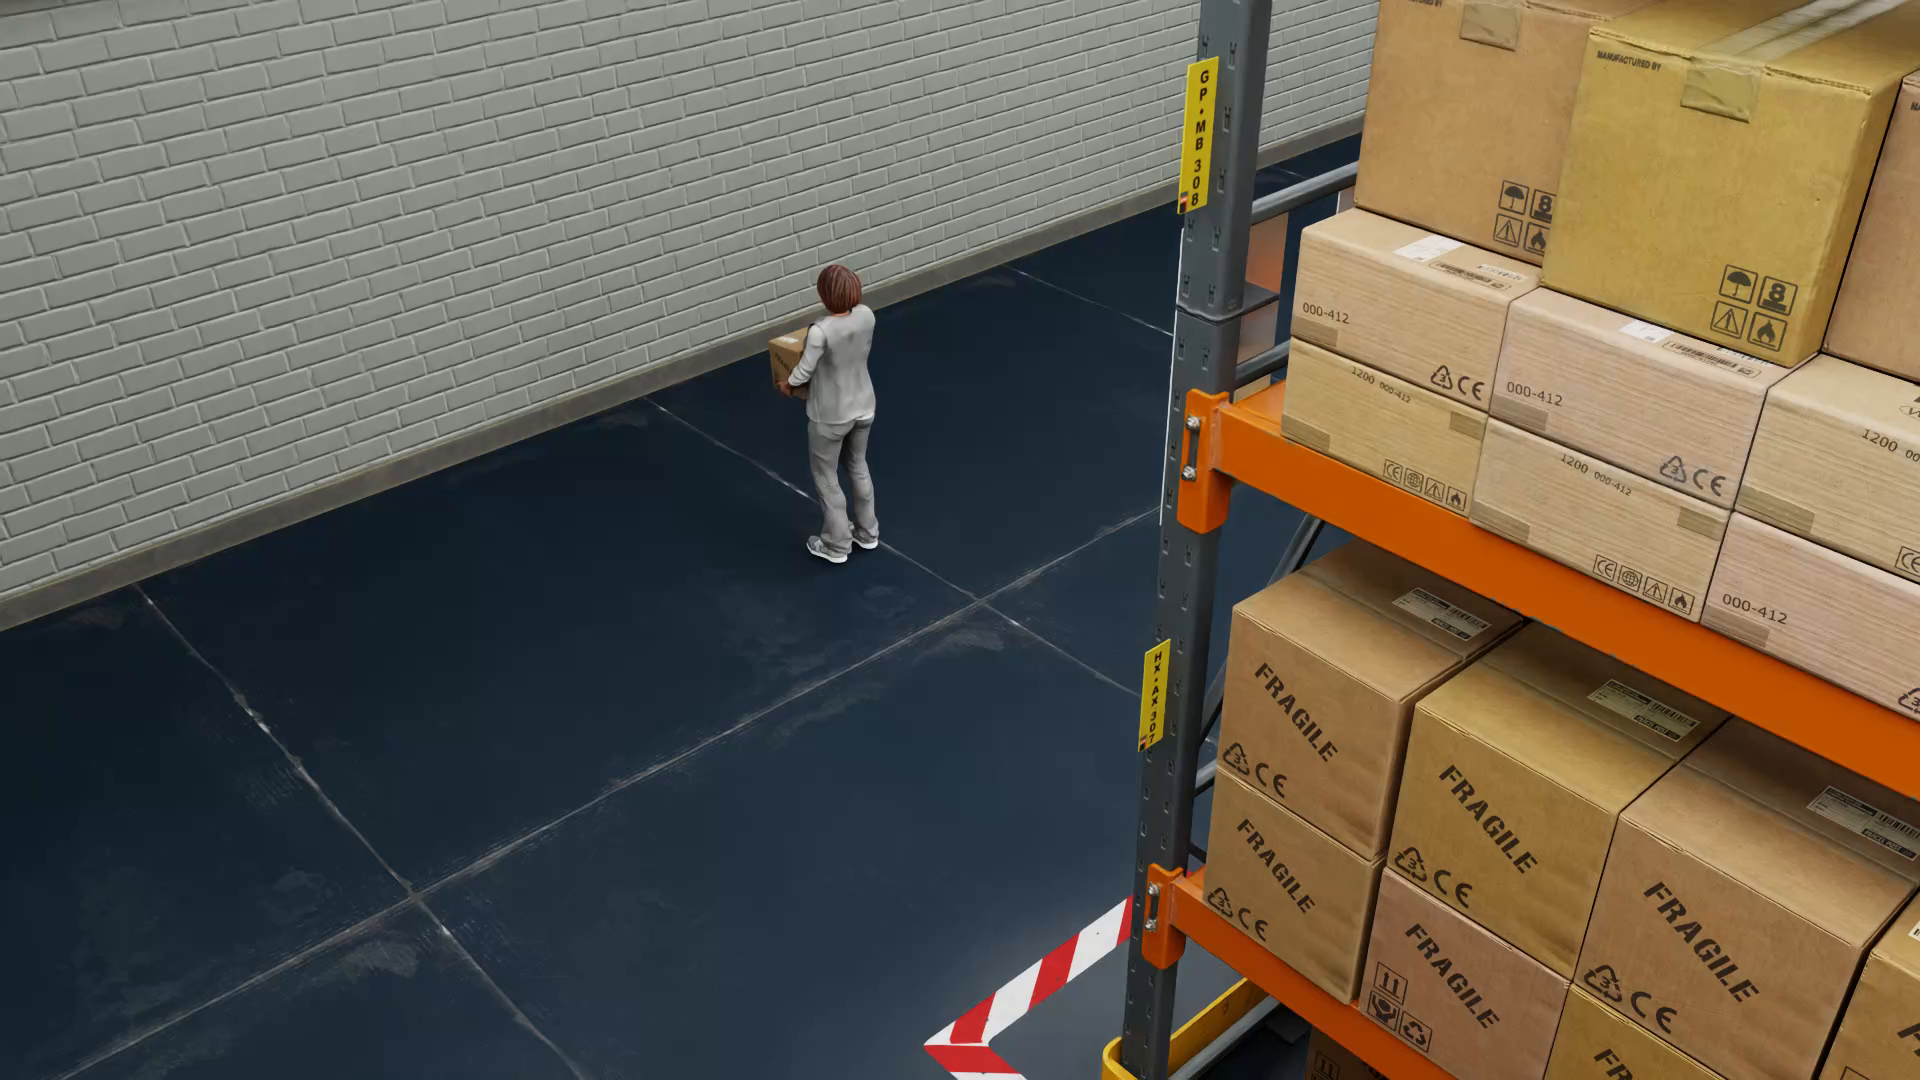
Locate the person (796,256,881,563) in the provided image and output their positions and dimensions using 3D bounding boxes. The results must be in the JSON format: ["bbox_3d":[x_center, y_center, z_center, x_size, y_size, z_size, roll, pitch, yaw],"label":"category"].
[{"bbox_3d":[-0.600,-0.625,8.139,0.464,1.592,0.346,-26,41,-35],"label":"person"}]
